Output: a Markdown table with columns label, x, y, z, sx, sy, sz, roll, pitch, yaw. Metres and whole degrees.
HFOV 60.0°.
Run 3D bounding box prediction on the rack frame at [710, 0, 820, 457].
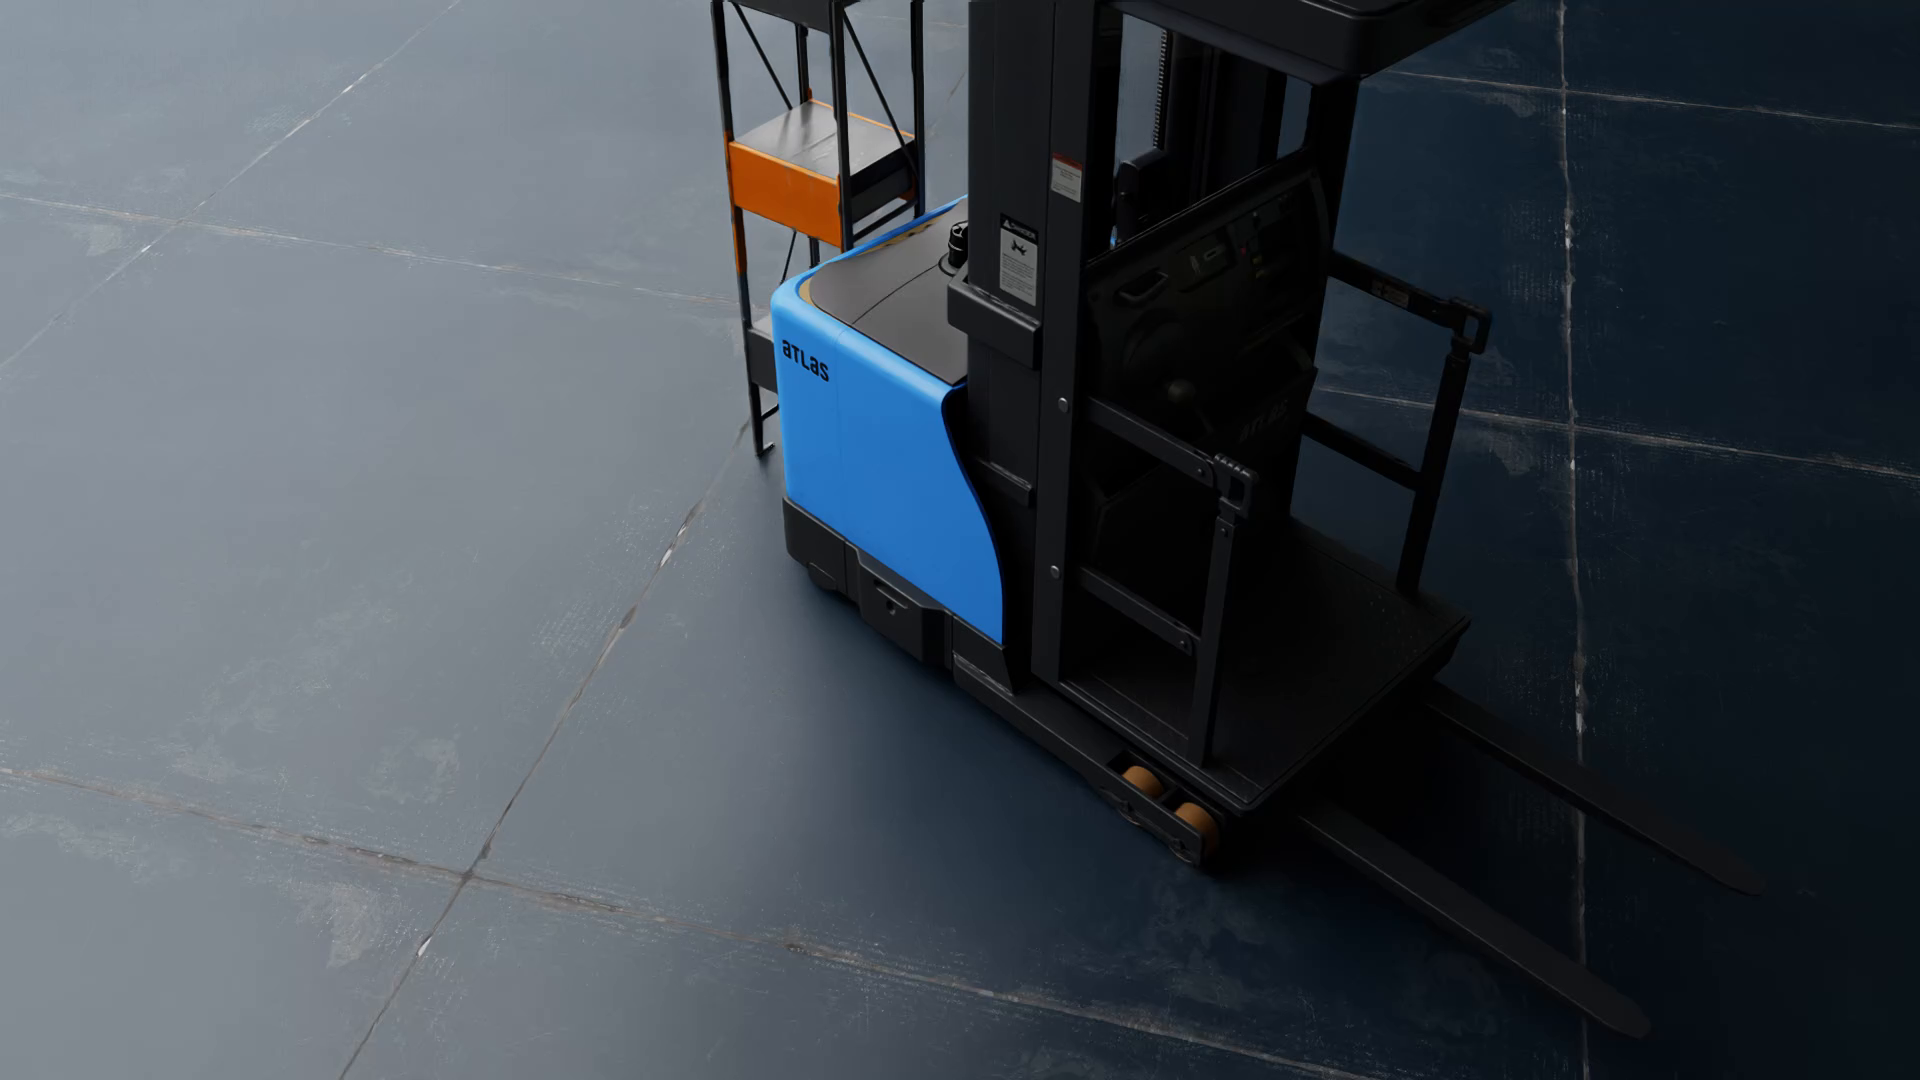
| label | x | y | z | sx | sy | sz | roll | pitch | yaw |
| --- | --- | --- | --- | --- | --- | --- | --- | --- | --- |
| rack frame | -0.628 | -1.214 | 5.563 | 0.015 | 2.100 | 0.400 | 26 | 47 | 28 |

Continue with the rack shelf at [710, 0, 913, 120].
| label | x | y | z | sx | sy | sz | roll | pitch | yaw |
| --- | --- | --- | --- | --- | --- | --- | --- | --- | --- |
| rack shelf | -0.434 | -1.644 | 5.008 | 0.480 | 0.518 | 0.431 | 26 | 47 | 28 |

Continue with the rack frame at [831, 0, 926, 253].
| label | x | y | z | sx | sy | sz | roll | pitch | yaw |
| --- | --- | --- | --- | --- | --- | --- | --- | --- | --- |
| rack frame | -0.240 | -1.023 | 5.336 | 0.015 | 2.100 | 0.400 | 26 | 47 | 28 |

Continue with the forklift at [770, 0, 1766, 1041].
| label | x | y | z | sx | sy | sz | roll | pitch | yaw |
| --- | --- | --- | --- | --- | --- | --- | --- | --- | --- |
| forklift | 0.805 | -0.597 | 4.182 | 1.130 | 2.935 | 3.031 | -32 | 50 | -33 |

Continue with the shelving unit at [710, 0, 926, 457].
| label | x | y | z | sx | sy | sz | roll | pitch | yaw |
| --- | --- | --- | --- | --- | --- | --- | --- | --- | --- |
| shelving unit | -0.434 | -1.119 | 5.449 | 0.503 | 2.100 | 0.431 | 26 | 47 | 28 |

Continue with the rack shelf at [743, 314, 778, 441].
| label | x | y | z | sx | sy | sz | roll | pitch | yaw |
| --- | --- | --- | --- | --- | --- | --- | --- | --- | --- |
| rack shelf | -0.434 | -0.572 | 5.908 | 0.480 | 0.518 | 0.431 | 26 | 47 | 28 |

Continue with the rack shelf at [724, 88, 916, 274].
| label | x | y | z | sx | sy | sz | roll | pitch | yaw |
| --- | --- | --- | --- | --- | --- | --- | --- | --- | --- |
| rack shelf | -0.434 | -1.108 | 5.458 | 0.480 | 0.518 | 0.431 | 26 | 47 | 28 |
